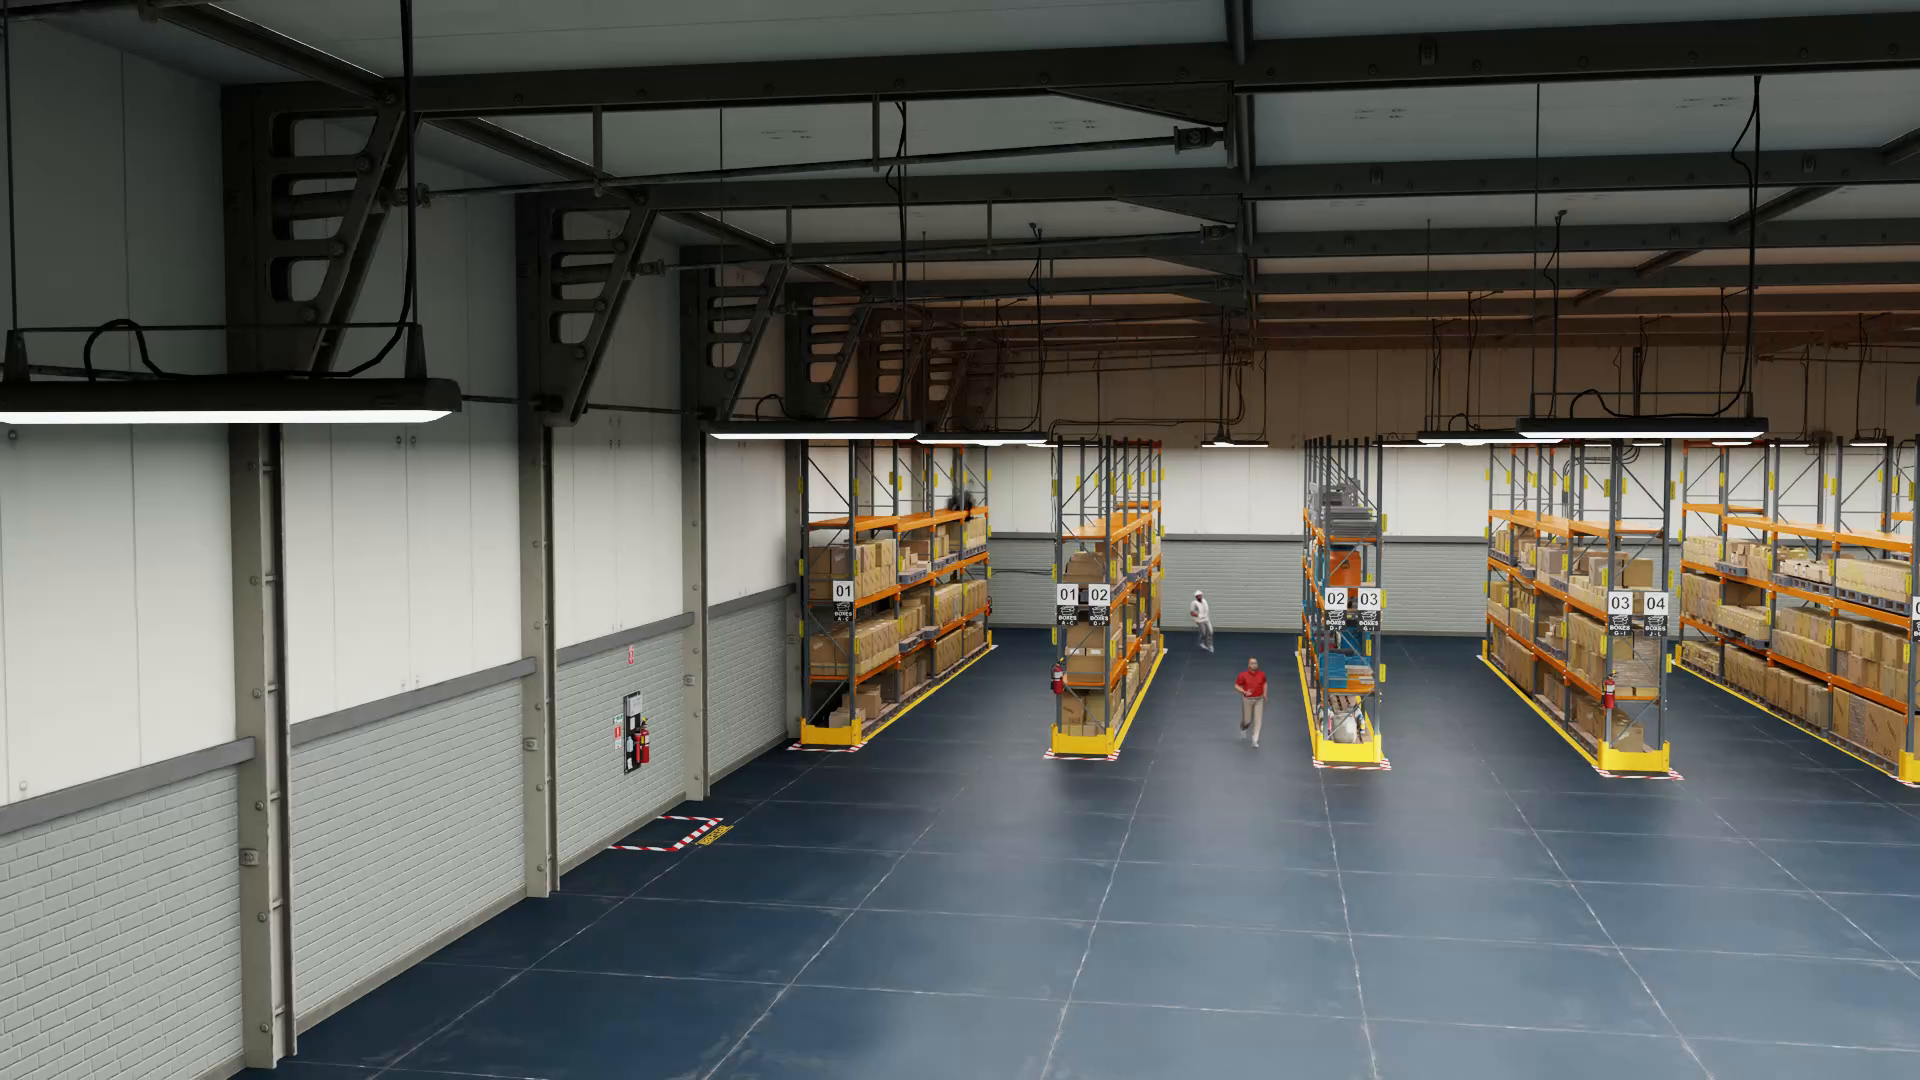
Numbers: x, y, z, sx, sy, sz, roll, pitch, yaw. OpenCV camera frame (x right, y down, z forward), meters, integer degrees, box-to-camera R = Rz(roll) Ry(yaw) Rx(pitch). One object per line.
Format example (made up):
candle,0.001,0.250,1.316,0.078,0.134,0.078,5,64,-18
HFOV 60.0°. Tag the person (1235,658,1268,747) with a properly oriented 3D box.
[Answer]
person,5.659,3.130,32.237,0.668,1.691,0.741,0,3,-6

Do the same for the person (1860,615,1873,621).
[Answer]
person,24.520,2.496,45.006,0.615,1.581,0.590,1,3,26

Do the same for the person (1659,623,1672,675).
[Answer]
person,17.631,2.655,41.872,0.545,1.712,0.728,1,3,14

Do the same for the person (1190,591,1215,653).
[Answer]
person,6.817,2.326,47.182,0.709,1.804,0.711,-2,4,-32
